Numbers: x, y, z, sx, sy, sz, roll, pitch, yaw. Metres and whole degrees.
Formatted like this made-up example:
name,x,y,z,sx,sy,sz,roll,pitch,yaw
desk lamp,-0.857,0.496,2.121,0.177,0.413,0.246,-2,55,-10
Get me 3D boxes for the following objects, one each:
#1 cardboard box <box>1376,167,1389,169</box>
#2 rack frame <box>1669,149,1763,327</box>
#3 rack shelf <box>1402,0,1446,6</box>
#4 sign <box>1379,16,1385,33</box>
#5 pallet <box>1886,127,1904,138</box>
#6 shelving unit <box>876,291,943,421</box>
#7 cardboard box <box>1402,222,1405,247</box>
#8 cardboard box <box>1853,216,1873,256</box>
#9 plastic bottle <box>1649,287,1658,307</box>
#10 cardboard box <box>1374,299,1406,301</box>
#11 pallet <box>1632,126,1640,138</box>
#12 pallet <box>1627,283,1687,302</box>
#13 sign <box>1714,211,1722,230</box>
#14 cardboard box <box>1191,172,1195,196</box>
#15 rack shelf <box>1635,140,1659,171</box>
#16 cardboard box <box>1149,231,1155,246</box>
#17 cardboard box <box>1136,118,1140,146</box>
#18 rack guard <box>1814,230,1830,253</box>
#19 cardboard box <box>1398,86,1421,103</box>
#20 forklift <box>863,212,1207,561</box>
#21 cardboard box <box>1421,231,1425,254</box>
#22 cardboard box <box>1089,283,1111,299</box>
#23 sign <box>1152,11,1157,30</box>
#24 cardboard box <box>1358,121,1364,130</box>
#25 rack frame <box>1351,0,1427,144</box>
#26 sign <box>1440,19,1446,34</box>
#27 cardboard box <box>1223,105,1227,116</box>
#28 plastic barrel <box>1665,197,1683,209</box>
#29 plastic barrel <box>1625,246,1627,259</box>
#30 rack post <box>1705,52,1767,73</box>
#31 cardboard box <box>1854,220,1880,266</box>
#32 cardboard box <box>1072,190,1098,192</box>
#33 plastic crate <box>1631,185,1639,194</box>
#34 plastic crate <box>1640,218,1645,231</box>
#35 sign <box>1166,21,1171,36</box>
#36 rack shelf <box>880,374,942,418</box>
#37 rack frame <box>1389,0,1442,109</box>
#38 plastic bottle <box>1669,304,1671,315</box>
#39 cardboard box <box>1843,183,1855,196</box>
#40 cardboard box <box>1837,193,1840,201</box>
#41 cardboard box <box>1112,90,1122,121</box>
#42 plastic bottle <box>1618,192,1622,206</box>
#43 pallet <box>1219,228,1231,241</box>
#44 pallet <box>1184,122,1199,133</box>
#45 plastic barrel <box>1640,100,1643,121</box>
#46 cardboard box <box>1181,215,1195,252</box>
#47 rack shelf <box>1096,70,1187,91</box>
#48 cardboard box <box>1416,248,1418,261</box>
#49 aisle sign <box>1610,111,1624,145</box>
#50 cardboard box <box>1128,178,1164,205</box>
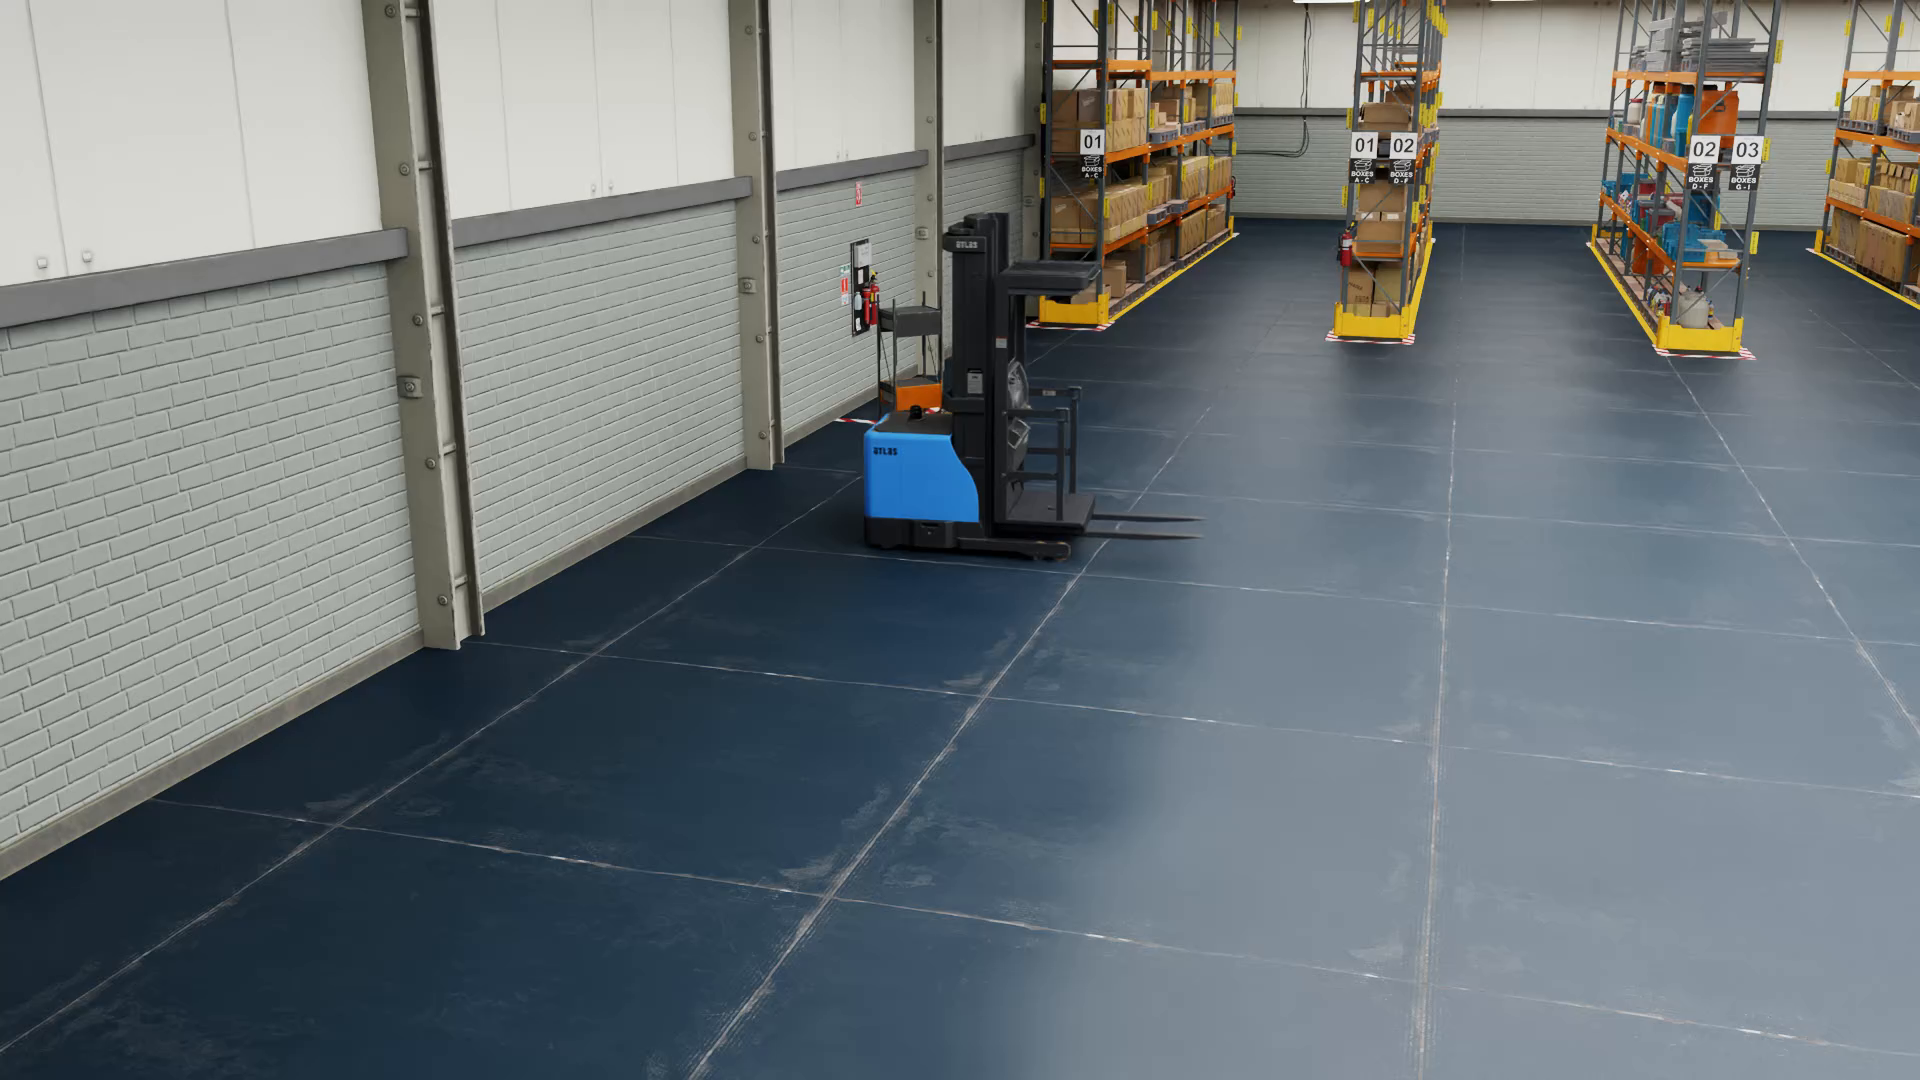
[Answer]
name,x,y,z,sx,sy,sz,roll,pitch,yaw
cardboard box,7.677,-6.366,29.637,0.700,0.500,0.500,5,17,16
rack frame,11.409,-4.379,25.192,1.000,3.000,0.127,5,16,16
rack shelf,10.639,-12.566,38.289,1.077,0.370,4.000,5,16,16
sign,8.411,-10.270,33.111,0.100,0.325,0.005,5,16,16
pallet,19.354,-8.242,33.664,0.805,0.209,1.217,4,16,14
shelving unit,-0.479,-1.310,16.019,0.503,2.100,0.431,-8,18,-26
cardboard box,6.950,-5.071,27.449,0.700,0.500,0.500,5,17,17
cardboard box,19.832,-6.481,35.726,0.875,0.875,0.875,5,16,16
plastic bottle,11.865,-4.134,28.378,0.144,0.351,0.185,4,16,14
cardboard box,7.165,-3.898,27.764,0.500,0.250,0.500,5,16,16
pallet,14.370,-8.361,34.080,1.003,0.211,1.213,5,16,16
pallet,13.076,-4.613,31.126,1.003,0.211,1.213,5,16,16
sign,13.070,-5.513,28.683,0.100,0.325,0.005,5,16,16
cardboard box,4.867,-7.814,36.539,0.500,0.500,0.500,5,16,16
rack shelf,13.114,-7.046,30.415,1.077,0.370,4.000,5,16,16
cardboard box,3.666,-6.139,33.796,0.500,0.250,0.500,5,16,16
cardboard box,2.984,-7.412,30.168,0.500,0.500,0.500,3,16,11
rack guard,20.711,-6.985,38.959,1.175,0.500,0.348,5,16,16
cardboard box,9.354,-9.210,34.711,0.500,0.500,0.500,5,16,16
forklift,0.699,-1.382,14.750,3.031,2.935,1.130,3,16,10
cardboard box,9.914,-6.502,36.450,0.500,0.500,0.500,5,17,17
cardboard box,2.355,-4.389,29.347,0.500,0.311,0.500,6,17,20
sign,3.562,-9.521,30.468,0.100,0.325,0.005,5,16,16
cardboard box,6.735,-6.726,27.219,0.500,0.250,0.500,5,16,16
rack frame,6.661,-7.650,25.731,1.000,3.000,0.127,5,16,16
sign,10.605,-11.274,36.504,0.100,0.325,0.005,5,16,16
cardboard box,6.213,-10.469,40.489,0.500,0.250,0.500,4,16,14
plastic barrel,13.595,-6.240,31.548,0.421,0.512,0.421,0,16,0
plastic barrel,14.201,-6.057,34.896,0.421,0.512,0.421,0,16,0
rack post,11.746,-7.213,25.104,0.937,0.300,0.954,7,17,22
cardboard box,19.405,-6.145,34.543,1.225,0.875,0.875,5,16,16
cardboard box,2.279,-5.984,29.713,0.500,0.500,0.500,5,17,17
plastic crate,15.430,-7.876,37.627,0.437,0.282,0.530,5,16,16
plastic crate,12.770,-5.801,30.594,0.450,0.188,0.662,5,16,16
sign,4.795,-11.748,38.176,0.100,0.325,0.005,5,16,16
rack shelf,-0.479,-1.296,16.023,0.480,0.518,0.431,-8,18,-26
rack frame,10.071,-10.790,36.800,1.000,3.000,0.127,5,16,16
plastic bottle,11.773,-3.854,27.664,0.097,0.201,0.097,0,16,0
cardboard box,19.878,-7.743,36.780,0.500,0.250,0.500,4,16,15
cardboard box,19.997,-7.724,37.445,0.380,0.149,0.250,4,16,15
cardboard box,2.444,-7.338,28.076,0.500,0.500,0.500,4,16,15
plastic bottle,14.268,-7.365,35.932,0.061,0.283,0.133,5,16,16
pallet,6.305,-7.776,42.280,1.003,0.211,1.213,5,16,16
pallet,4.631,-9.058,36.537,1.003,0.211,1.213,5,17,18
plastic barrel,14.042,-8.658,33.762,0.433,0.535,0.433,0,16,0
cardboard box,4.773,-6.819,36.964,0.750,0.750,0.750,5,16,16
rack shelf,3.615,-9.065,32.769,1.077,0.370,4.000,5,16,16
cardboard box,8.734,-5.582,32.674,0.500,0.311,0.500,5,16,16
aisle sign,15.691,-9.858,39.743,0.394,0.787,0.004,5,16,16
cardboard box,3.727,-7.049,33.614,0.700,0.500,0.500,5,16,16
